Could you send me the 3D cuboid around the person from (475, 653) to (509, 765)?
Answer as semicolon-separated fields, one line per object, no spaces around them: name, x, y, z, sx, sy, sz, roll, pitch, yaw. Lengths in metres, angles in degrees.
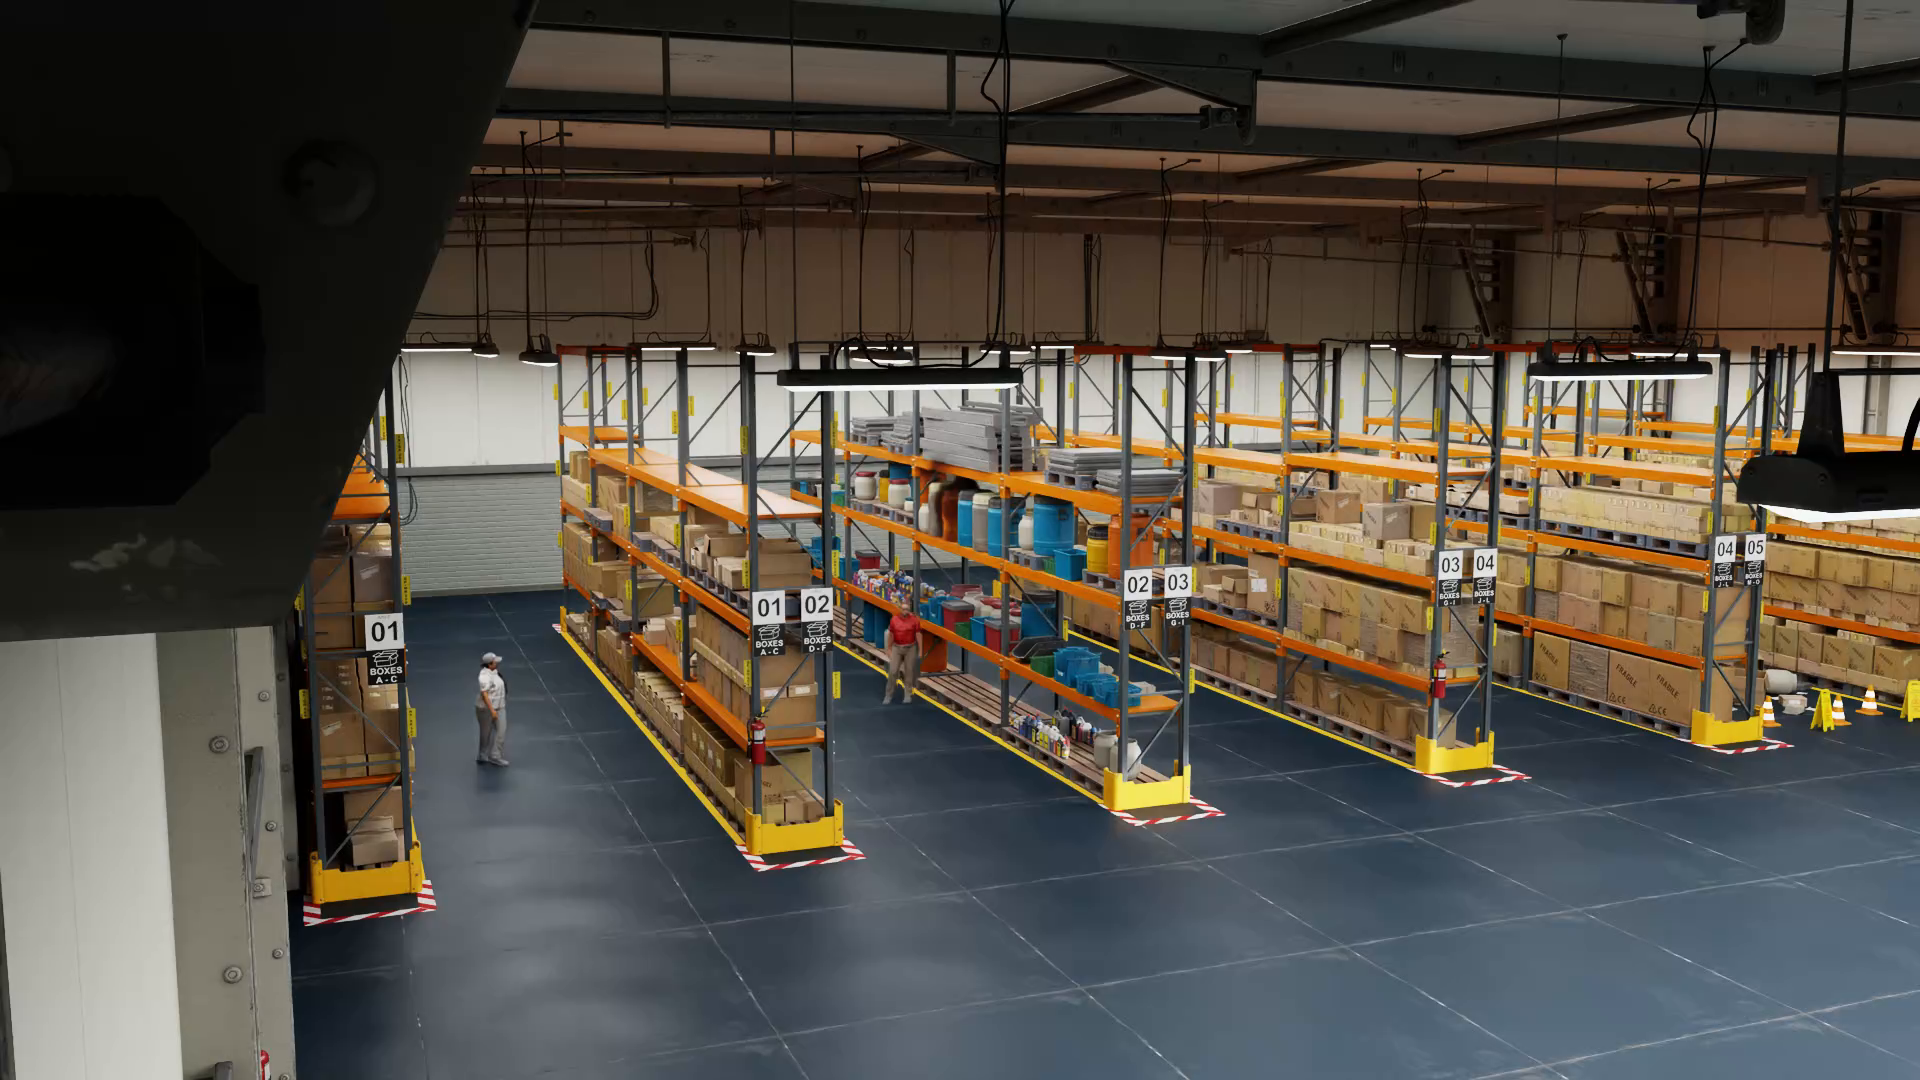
person;-6.827;2.461;24.234;0.670;1.670;0.511;5;9;33

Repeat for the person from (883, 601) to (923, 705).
person;-0.969;1.895;28.112;0.679;1.750;0.395;0;7;0

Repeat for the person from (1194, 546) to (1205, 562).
person;5.914;0.183;41.799;0.437;1.704;0.439;-4;8;-28
